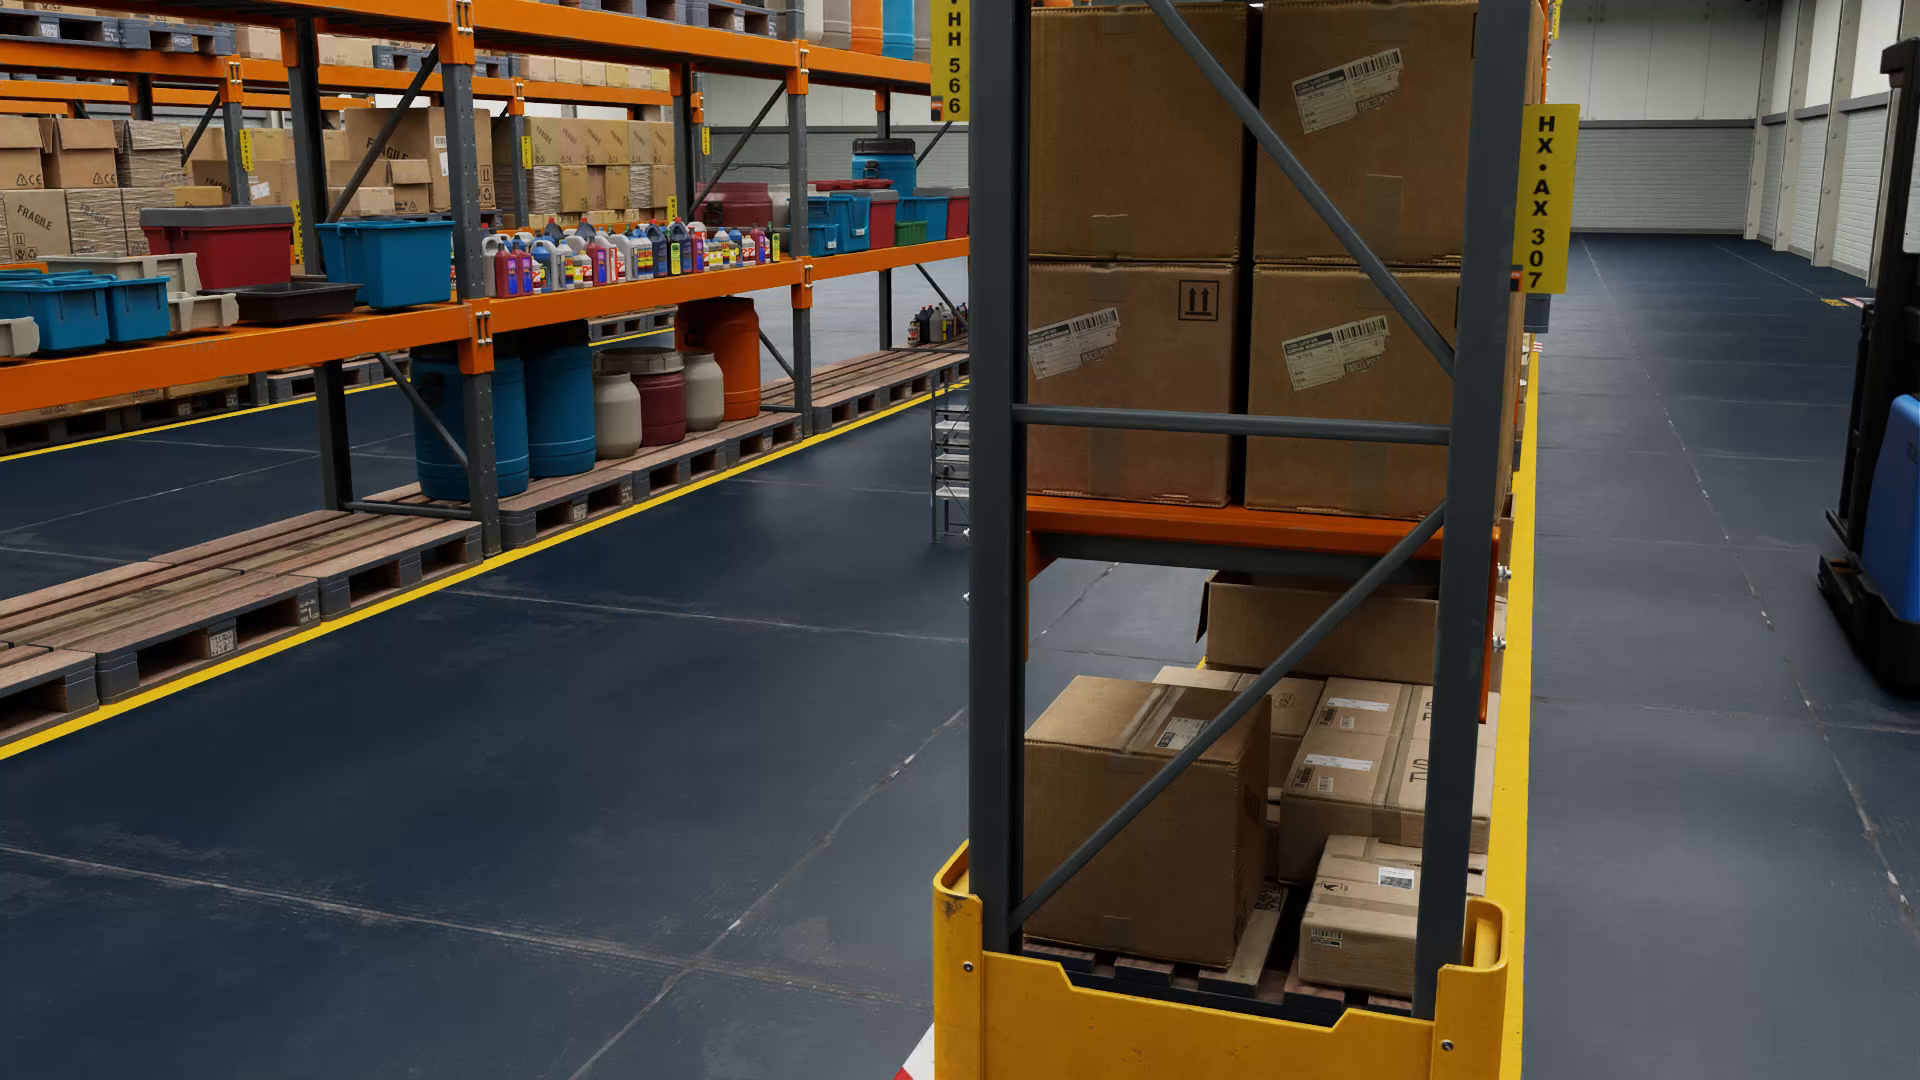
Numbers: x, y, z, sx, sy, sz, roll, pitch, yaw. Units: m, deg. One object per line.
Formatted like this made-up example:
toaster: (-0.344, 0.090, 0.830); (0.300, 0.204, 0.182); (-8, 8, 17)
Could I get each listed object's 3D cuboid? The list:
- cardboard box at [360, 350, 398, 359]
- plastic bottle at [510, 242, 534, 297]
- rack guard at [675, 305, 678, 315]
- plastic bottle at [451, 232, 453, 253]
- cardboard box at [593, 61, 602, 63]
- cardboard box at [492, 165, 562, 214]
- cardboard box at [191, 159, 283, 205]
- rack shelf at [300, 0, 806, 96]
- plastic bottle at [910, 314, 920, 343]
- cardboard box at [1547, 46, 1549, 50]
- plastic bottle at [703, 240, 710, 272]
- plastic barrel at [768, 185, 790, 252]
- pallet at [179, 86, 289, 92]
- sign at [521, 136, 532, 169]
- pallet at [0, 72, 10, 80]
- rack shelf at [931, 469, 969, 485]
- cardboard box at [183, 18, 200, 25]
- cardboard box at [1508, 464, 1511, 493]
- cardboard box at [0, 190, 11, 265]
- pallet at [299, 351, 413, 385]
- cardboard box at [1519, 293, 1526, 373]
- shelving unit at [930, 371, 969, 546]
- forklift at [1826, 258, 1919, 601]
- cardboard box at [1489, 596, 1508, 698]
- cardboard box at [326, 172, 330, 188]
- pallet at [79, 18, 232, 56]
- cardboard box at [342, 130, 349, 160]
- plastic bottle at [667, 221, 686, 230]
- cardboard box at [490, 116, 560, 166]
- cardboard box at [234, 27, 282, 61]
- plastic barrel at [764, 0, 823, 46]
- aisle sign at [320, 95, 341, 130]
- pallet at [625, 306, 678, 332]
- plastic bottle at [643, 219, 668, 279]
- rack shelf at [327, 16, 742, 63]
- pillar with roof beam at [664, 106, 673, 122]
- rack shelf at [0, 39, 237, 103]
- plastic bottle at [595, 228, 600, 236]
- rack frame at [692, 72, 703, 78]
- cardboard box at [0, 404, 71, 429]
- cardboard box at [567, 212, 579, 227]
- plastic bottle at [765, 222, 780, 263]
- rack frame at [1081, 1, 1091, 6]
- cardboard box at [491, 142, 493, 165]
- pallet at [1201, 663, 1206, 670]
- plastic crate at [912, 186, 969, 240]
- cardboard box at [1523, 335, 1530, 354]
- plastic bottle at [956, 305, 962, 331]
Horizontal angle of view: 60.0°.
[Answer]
cardboard box: (-5.732, -1.989, 15.591); (0.700, 0.500, 0.500); (6, 14, 23)
plastic bottle: (-2.317, -1.432, 8.784); (0.061, 0.283, 0.133); (4, 14, 18)
rack guard: (-3.710, -3.063, 21.285); (1.175, 0.500, 0.348); (4, 14, 18)
plastic bottle: (-2.894, -1.608, 9.401); (0.144, 0.351, 0.185); (4, 14, 18)
cardboard box: (-4.197, -5.363, 18.443); (0.380, 0.149, 0.250); (4, 13, 17)
cardboard box: (-4.776, -3.740, 17.738); (0.875, 0.500, 0.500); (4, 14, 18)
cardboard box: (-6.137, -2.983, 14.150); (0.500, 0.500, 0.500); (3, 13, 11)
rack shelf: (8.620, -9.549, 25.087); (11.173, 6.545, 41.574); (4, 14, 18)
plastic bottle: (-0.450, -2.114, 16.626); (0.061, 0.283, 0.133); (5, 14, 21)
cardboard box: (5.563, -4.985, 16.424); (0.500, 0.250, 0.500); (4, 14, 18)
plastic bottle: (-1.665, -1.829, 10.707); (0.097, 0.201, 0.097); (0, 13, 0)
plastic barrel: (-1.457, -2.543, 13.138); (0.421, 0.512, 0.421); (0, 13, 0)
pallet: (-8.970, -5.681, 20.594); (1.003, 0.211, 1.213); (4, 14, 18)
sign: (-4.454, -3.981, 17.086); (0.100, 0.325, 0.005); (4, 14, 18)
pallet: (-10.418, -4.737, 16.685); (1.003, 0.211, 1.213); (5, 14, 21)
rack shelf: (-0.003, -0.317, 8.908); (0.258, 0.077, 0.200); (4, 14, 18)
cardboard box: (-6.357, -4.487, 13.815); (0.500, 0.500, 0.500); (5, 14, 20)
cardboard box: (2.191, -0.137, 7.477); (0.500, 0.500, 0.500); (4, 13, 16)
cardboard box: (-6.859, -2.110, 11.267); (0.500, 0.500, 0.500); (4, 13, 17)
pallet: (-5.624, -1.674, 15.849); (1.003, 0.211, 1.213); (4, 14, 18)
cardboard box: (1.555, -0.765, 5.375); (0.500, 0.500, 0.500); (5, 14, 20)
shelving unit: (-0.003, -0.437, 8.880); (0.258, 0.900, 0.210); (4, 14, 18)
forklift: (5.969, -1.266, 7.949); (3.258, 2.935, 5.519); (5, 14, 20)
cardboard box: (1.645, 0.338, 5.822); (0.500, 0.311, 0.500); (4, 14, 18)
cardboard box: (-8.581, -4.551, 21.847); (0.875, 0.550, 0.550); (4, 14, 18)
pallet: (-6.432, -3.844, 12.773); (1.213, 0.211, 1.003); (5, 14, 21)
cardboard box: (-8.503, -5.200, 22.268); (0.875, 0.550, 0.550); (4, 14, 18)
plastic bottle: (-2.034, -2.128, 11.851); (0.152, 0.276, 0.135); (4, 14, 18)
cardboard box: (-4.594, -4.213, 17.566); (0.500, 0.500, 0.500); (4, 14, 18)
cardboard box: (-5.881, -4.083, 13.733); (0.500, 0.250, 0.500); (5, 14, 19)
plastic barrel: (-1.197, -3.817, 11.978); (0.421, 0.512, 0.421); (0, 13, 0)
aisle sign: (-8.607, -5.980, 22.605); (0.394, 0.787, 0.004); (4, 14, 18)
pallet: (-4.007, -2.754, 20.579); (1.003, 0.211, 1.213); (4, 14, 18)
plastic bottle: (-1.879, -1.779, 10.151); (0.144, 0.351, 0.185); (4, 14, 18)
rack shelf: (-2.235, -3.017, 10.020); (0.831, 0.071, 3.687); (4, 14, 18)
pillar with roof beam: (-5.059, -14.218, 51.056); (9.100, 9.000, 0.548); (4, 14, 18)
rack shelf: (-6.921, -3.304, 11.598); (1.077, 0.370, 4.000); (4, 14, 18)
plastic bottle: (-2.396, -1.909, 10.901); (0.097, 0.271, 0.097); (0, 13, 0)
rack frame: (-3.686, -7.223, 20.409); (1.000, 3.000, 0.127); (4, 14, 18)
cardboard box: (-7.092, -1.264, 11.618); (1.225, 0.875, 0.875); (4, 13, 16)
cardboard box: (-4.406, -3.516, 18.218); (0.380, 0.149, 0.250); (4, 14, 18)
plastic bottle: (-1.315, -2.084, 11.640); (0.061, 0.283, 0.133); (4, 14, 18)
rack frame: (1.001, -6.866, 18.847); (1.000, 3.000, 0.127); (4, 14, 18)
cardboard box: (-5.095, -4.251, 17.733); (0.500, 0.500, 0.500); (4, 14, 18)
pallet: (1.188, 0.705, 5.426); (1.003, 0.211, 1.213); (4, 14, 18)
plastic crate: (-0.161, -3.006, 15.274); (0.402, 0.464, 0.583); (4, 14, 18)
cardboard box: (3.874, -1.345, 12.113); (0.500, 0.311, 0.500); (4, 13, 17)
plastic bottle: (-0.024, -2.373, 17.786); (0.097, 0.271, 0.097); (0, 13, 0)
